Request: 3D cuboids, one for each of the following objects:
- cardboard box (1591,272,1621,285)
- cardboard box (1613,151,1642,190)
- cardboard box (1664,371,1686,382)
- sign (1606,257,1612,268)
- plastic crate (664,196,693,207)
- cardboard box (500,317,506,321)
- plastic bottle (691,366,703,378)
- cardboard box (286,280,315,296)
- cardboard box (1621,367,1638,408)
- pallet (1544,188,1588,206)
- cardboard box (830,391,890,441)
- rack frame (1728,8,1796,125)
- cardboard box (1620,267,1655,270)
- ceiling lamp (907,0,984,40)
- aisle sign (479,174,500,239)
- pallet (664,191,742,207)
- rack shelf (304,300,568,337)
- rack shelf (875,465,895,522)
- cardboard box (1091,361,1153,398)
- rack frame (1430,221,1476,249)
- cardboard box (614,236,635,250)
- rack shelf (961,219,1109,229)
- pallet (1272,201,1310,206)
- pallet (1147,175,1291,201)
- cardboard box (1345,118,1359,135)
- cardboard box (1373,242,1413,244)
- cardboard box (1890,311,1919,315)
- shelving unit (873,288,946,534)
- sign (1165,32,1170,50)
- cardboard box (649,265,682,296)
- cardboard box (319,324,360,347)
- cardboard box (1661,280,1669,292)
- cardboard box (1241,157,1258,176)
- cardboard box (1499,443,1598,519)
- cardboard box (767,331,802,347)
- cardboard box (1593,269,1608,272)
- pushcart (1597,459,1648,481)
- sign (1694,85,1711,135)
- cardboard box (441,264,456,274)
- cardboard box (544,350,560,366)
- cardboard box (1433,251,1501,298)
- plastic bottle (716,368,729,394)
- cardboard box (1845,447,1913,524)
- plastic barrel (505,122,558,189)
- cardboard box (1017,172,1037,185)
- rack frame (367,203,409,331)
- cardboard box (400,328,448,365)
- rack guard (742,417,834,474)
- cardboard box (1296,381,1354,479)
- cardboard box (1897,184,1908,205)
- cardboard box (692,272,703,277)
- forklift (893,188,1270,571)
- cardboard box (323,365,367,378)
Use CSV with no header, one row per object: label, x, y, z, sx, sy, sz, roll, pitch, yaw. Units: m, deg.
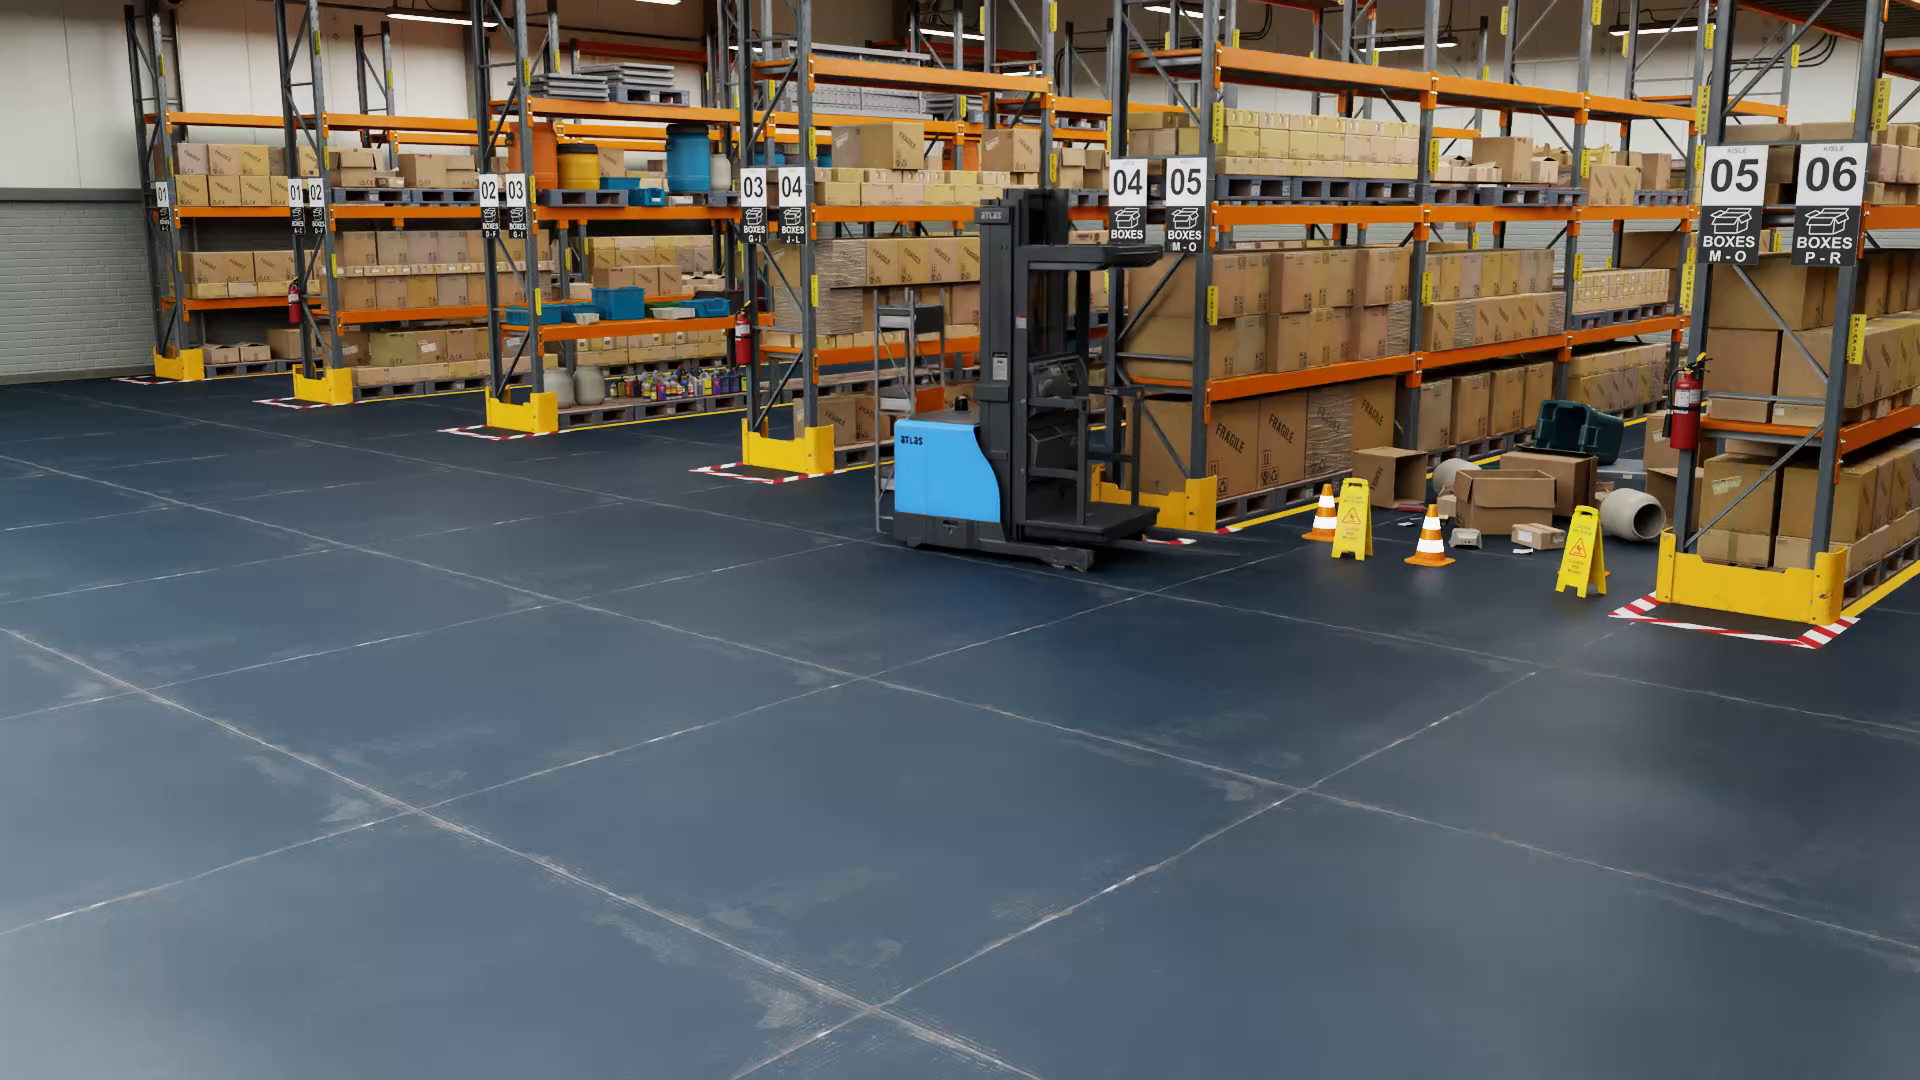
cardboard box,8.326,-3.387,21.560,0.380,0.149,0.250,10,15,42
cardboard box,8.531,-4.881,21.999,0.797,0.503,0.637,10,15,40
cardboard box,10.129,-2.330,23.666,0.380,0.149,0.250,11,16,43
sign,9.236,-3.858,23.658,0.100,0.325,0.005,10,15,40
plastic crate,-3.767,-4.537,22.283,0.243,0.136,0.396,10,15,40
cardboard box,-8.983,-4.093,32.304,0.700,0.500,0.500,10,15,40
plastic bottle,-3.748,-2.317,23.792,0.144,0.351,0.185,10,15,40
cardboard box,-11.525,-4.370,28.762,0.500,0.250,0.500,10,15,41
cardboard box,8.669,-2.053,22.139,0.500,0.500,0.500,9,15,39
pallet,6.624,-4.052,19.666,1.213,0.211,1.003,11,16,43
cardboard box,-1.138,-1.417,18.958,0.500,0.500,0.500,-7,13,-33
rack frame,12.290,-6.895,25.756,1.000,3.000,0.127,10,15,40
cardboard box,9.756,-3.667,23.897,0.500,0.500,0.500,10,15,40
ceiling lamp,0.028,-10.633,29.571,0.800,3.185,2.000,10,15,40
aisle sign,-5.922,-4.198,20.933,0.394,0.787,0.004,10,15,40
pallet,-3.414,-4.743,23.125,1.213,0.211,1.003,10,15,40
rack shelf,-8.050,-3.478,25.801,1.077,0.370,4.000,10,15,40
rack shelf,-0.432,-0.416,14.579,0.431,0.518,0.480,7,13,30
cardboard box,2.197,-2.153,22.592,0.500,0.500,0.700,-11,15,-43
rack frame,8.630,-4.609,29.628,1.000,3.000,0.127,10,15,40
cardboard box,-6.965,-6.038,33.804,0.500,0.250,0.500,9,15,40
rack shelf,0.949,-5.485,28.191,1.077,0.370,4.000,10,15,40
pallet,4.471,-5.077,24.794,1.003,0.211,1.213,11,16,43
pallet,2.210,-3.137,14.825,1.003,0.211,1.213,10,15,40
cardboard box,3.533,-3.900,15.701,0.380,0.149,0.250,10,15,40
cardboard box,7.443,-4.863,28.608,0.500,0.500,0.500,9,15,39
cardboard box,7.712,-1.583,13.463,0.500,0.500,0.500,10,15,42
shelving unit,-0.432,-1.116,14.439,0.431,2.100,0.503,7,13,30
sign,2.930,-6.981,23.397,0.100,0.325,0.005,10,15,40
cardboard box,-5.185,-4.513,28.894,0.500,0.500,0.500,9,14,37
cardboard box,-11.108,-3.597,29.819,0.500,0.500,0.500,8,14,36
cardboard box,9.535,-3.509,22.930,0.380,0.149,0.250,10,15,42
cardboard box,2.363,-3.248,14.470,0.380,0.149,0.250,10,15,41
cardboard box,5.382,-0.540,15.286,0.797,0.637,0.503,10,15,40
cardboard box,-1.898,-2.200,18.211,0.380,0.149,0.250,10,15,40
cardboard box,8.693,-3.661,22.933,0.380,0.149,0.250,10,15,41
pushcart,6.408,-0.564,16.070,1.648,0.377,0.936,4,12,21
sign,5.109,-2.953,11.421,0.100,0.325,0.005,10,15,40
cardboard box,-7.934,-4.159,25.466,0.380,0.149,0.250,10,15,41
cardboard box,-6.674,-3.081,27.926,0.500,0.250,0.500,10,15,40
cardboard box,5.698,-3.025,18.889,0.700,0.500,0.500,10,15,40
plastic bottle,-3.347,-2.240,23.409,0.144,0.351,0.185,9,14,38
cardboard box,6.947,-0.436,12.767,0.500,0.500,0.500,10,15,41
plastic barrel,-5.426,-4.871,21.112,0.600,0.830,0.708,10,15,40
cardboard box,0.712,-4.351,20.044,0.380,0.149,0.250,10,15,42
rack frame,-10.453,-4.765,30.408,1.000,3.000,0.127,10,15,40
cardboard box,-8.200,-2.961,25.410,0.500,0.500,0.500,10,15,40
rack guard,-1.881,-1.040,18.143,1.175,0.500,0.348,10,15,40
cardboard box,3.308,-1.135,16.586,0.875,0.875,0.875,10,15,41
cardboard box,6.600,-2.492,12.013,0.380,0.149,0.250,9,15,39
cardboard box,-5.667,-5.623,35.296,0.380,0.149,0.250,10,15,40
forklift,0.970,-1.311,13.292,3.031,2.935,1.130,7,13,30
cardboard box,-9.238,-2.511,25.072,0.500,0.250,0.500,10,15,40
